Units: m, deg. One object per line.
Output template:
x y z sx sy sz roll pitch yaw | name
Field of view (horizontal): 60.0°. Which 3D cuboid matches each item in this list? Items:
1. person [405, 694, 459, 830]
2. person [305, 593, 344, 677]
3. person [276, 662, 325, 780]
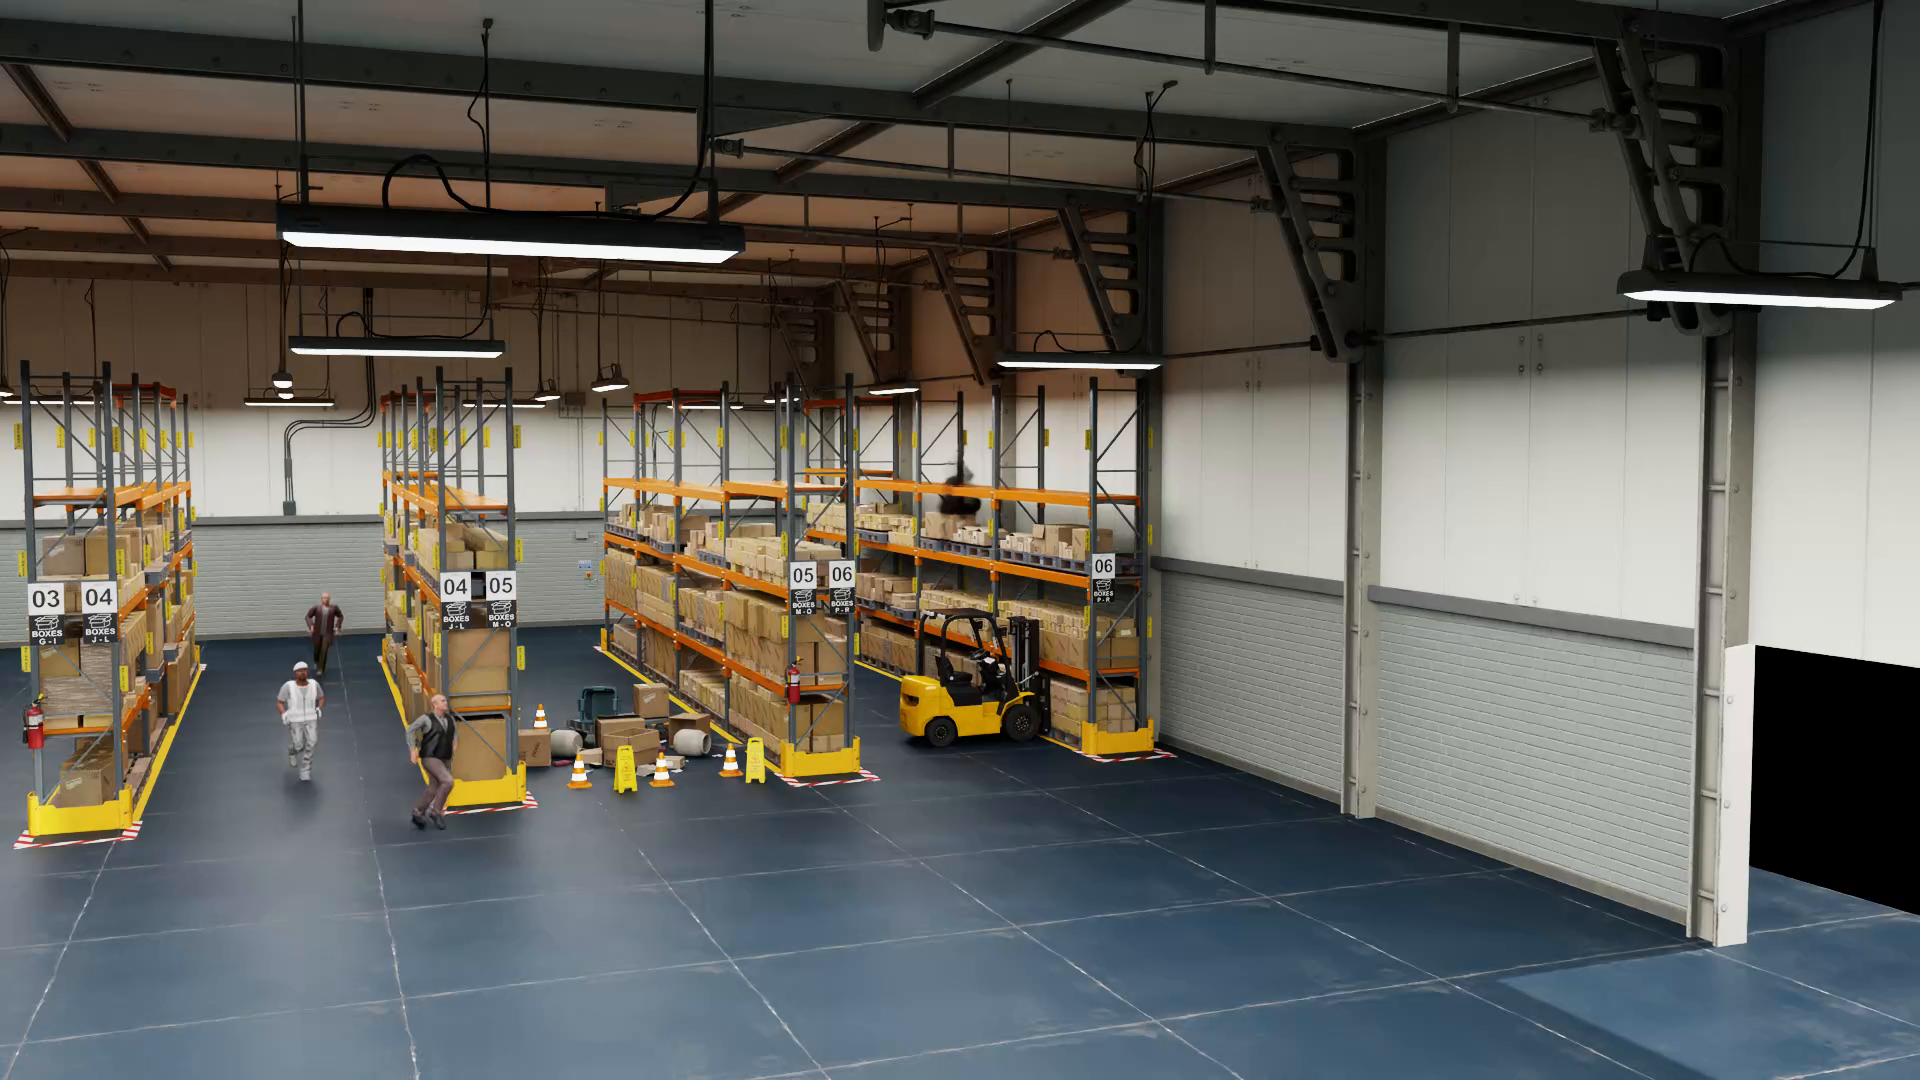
-6.750 2.849 21.542 0.698 1.678 0.641 2 4 26 | person
-13.522 1.999 35.385 0.763 1.750 0.998 -1 4 -17 | person
-9.713 2.659 24.555 0.683 1.735 0.625 -2 4 -35 | person
